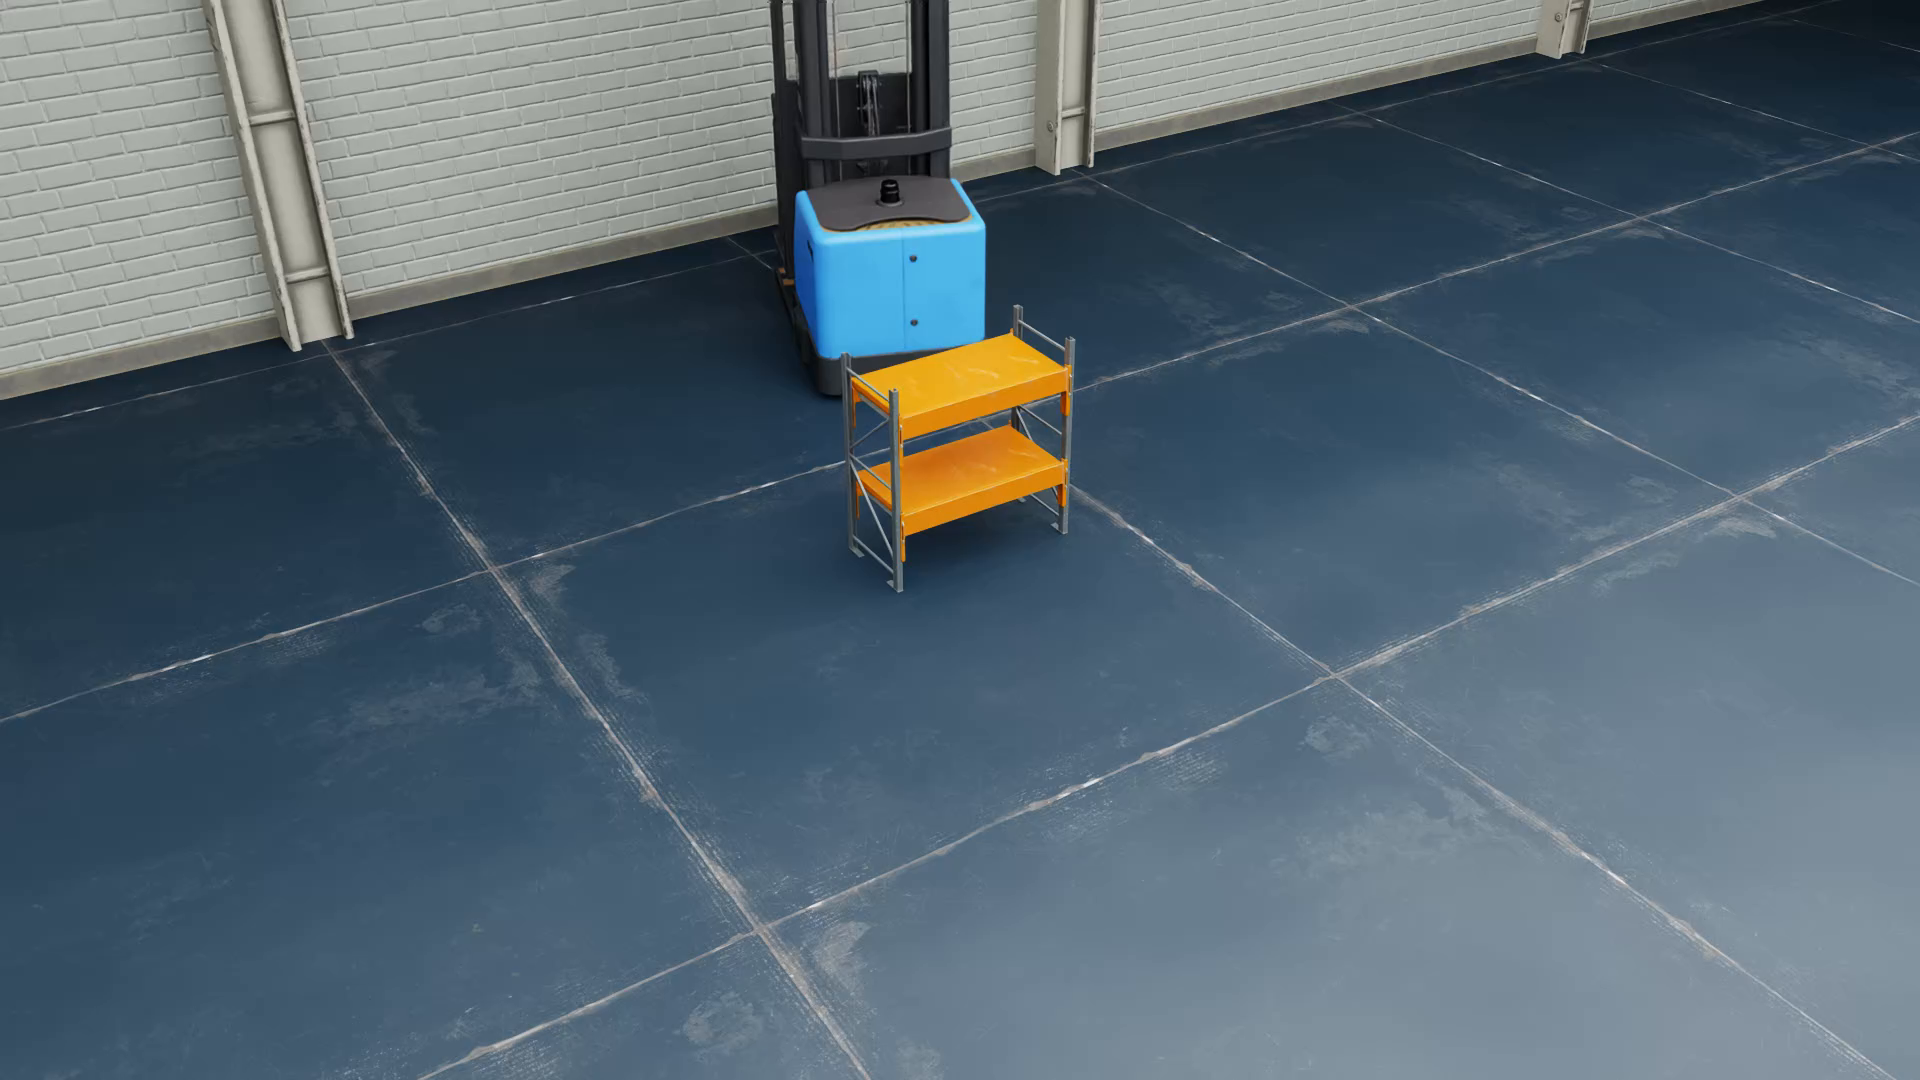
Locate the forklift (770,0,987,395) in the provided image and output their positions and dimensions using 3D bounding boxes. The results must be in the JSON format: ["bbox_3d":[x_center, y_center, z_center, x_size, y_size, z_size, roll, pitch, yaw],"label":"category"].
[{"bbox_3d":[-0.660,-2.886,10.578,1.130,2.935,3.031,-7,33,-11],"label":"forklift"}]

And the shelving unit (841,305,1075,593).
[{"bbox_3d":[-0.006,-0.474,8.447,1.048,1.125,0.538,-19,37,-27],"label":"shelving unit"}]

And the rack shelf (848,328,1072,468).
[{"bbox_3d":[-0.006,-0.721,8.291,1.000,0.278,0.538,-19,37,-27],"label":"rack shelf"}]

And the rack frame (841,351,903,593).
[{"bbox_3d":[-0.433,-0.327,8.214,0.032,1.125,0.500,-19,37,-27],"label":"rack frame"}]

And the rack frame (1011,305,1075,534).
[{"bbox_3d":[0.422,-0.621,8.680,0.032,1.125,0.500,-19,37,-27],"label":"rack frame"}]

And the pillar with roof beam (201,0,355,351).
[{"bbox_3d":[-1.863,-3.209,5.403,0.400,9.000,9.100,-19,37,-27],"label":"pillar with roof beam"}]

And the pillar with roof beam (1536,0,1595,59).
[{"bbox_3d":[8.223,-6.678,10.902,0.400,9.000,9.100,-19,37,-27],"label":"pillar with roof beam"}]

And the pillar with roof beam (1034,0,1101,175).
[{"bbox_3d":[3.180,-4.944,8.153,0.400,9.000,9.100,-19,37,-27],"label":"pillar with roof beam"}]

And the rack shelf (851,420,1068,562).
[{"bbox_3d":[-0.006,-0.267,8.577,1.000,0.278,0.538,-19,37,-27],"label":"rack shelf"}]
